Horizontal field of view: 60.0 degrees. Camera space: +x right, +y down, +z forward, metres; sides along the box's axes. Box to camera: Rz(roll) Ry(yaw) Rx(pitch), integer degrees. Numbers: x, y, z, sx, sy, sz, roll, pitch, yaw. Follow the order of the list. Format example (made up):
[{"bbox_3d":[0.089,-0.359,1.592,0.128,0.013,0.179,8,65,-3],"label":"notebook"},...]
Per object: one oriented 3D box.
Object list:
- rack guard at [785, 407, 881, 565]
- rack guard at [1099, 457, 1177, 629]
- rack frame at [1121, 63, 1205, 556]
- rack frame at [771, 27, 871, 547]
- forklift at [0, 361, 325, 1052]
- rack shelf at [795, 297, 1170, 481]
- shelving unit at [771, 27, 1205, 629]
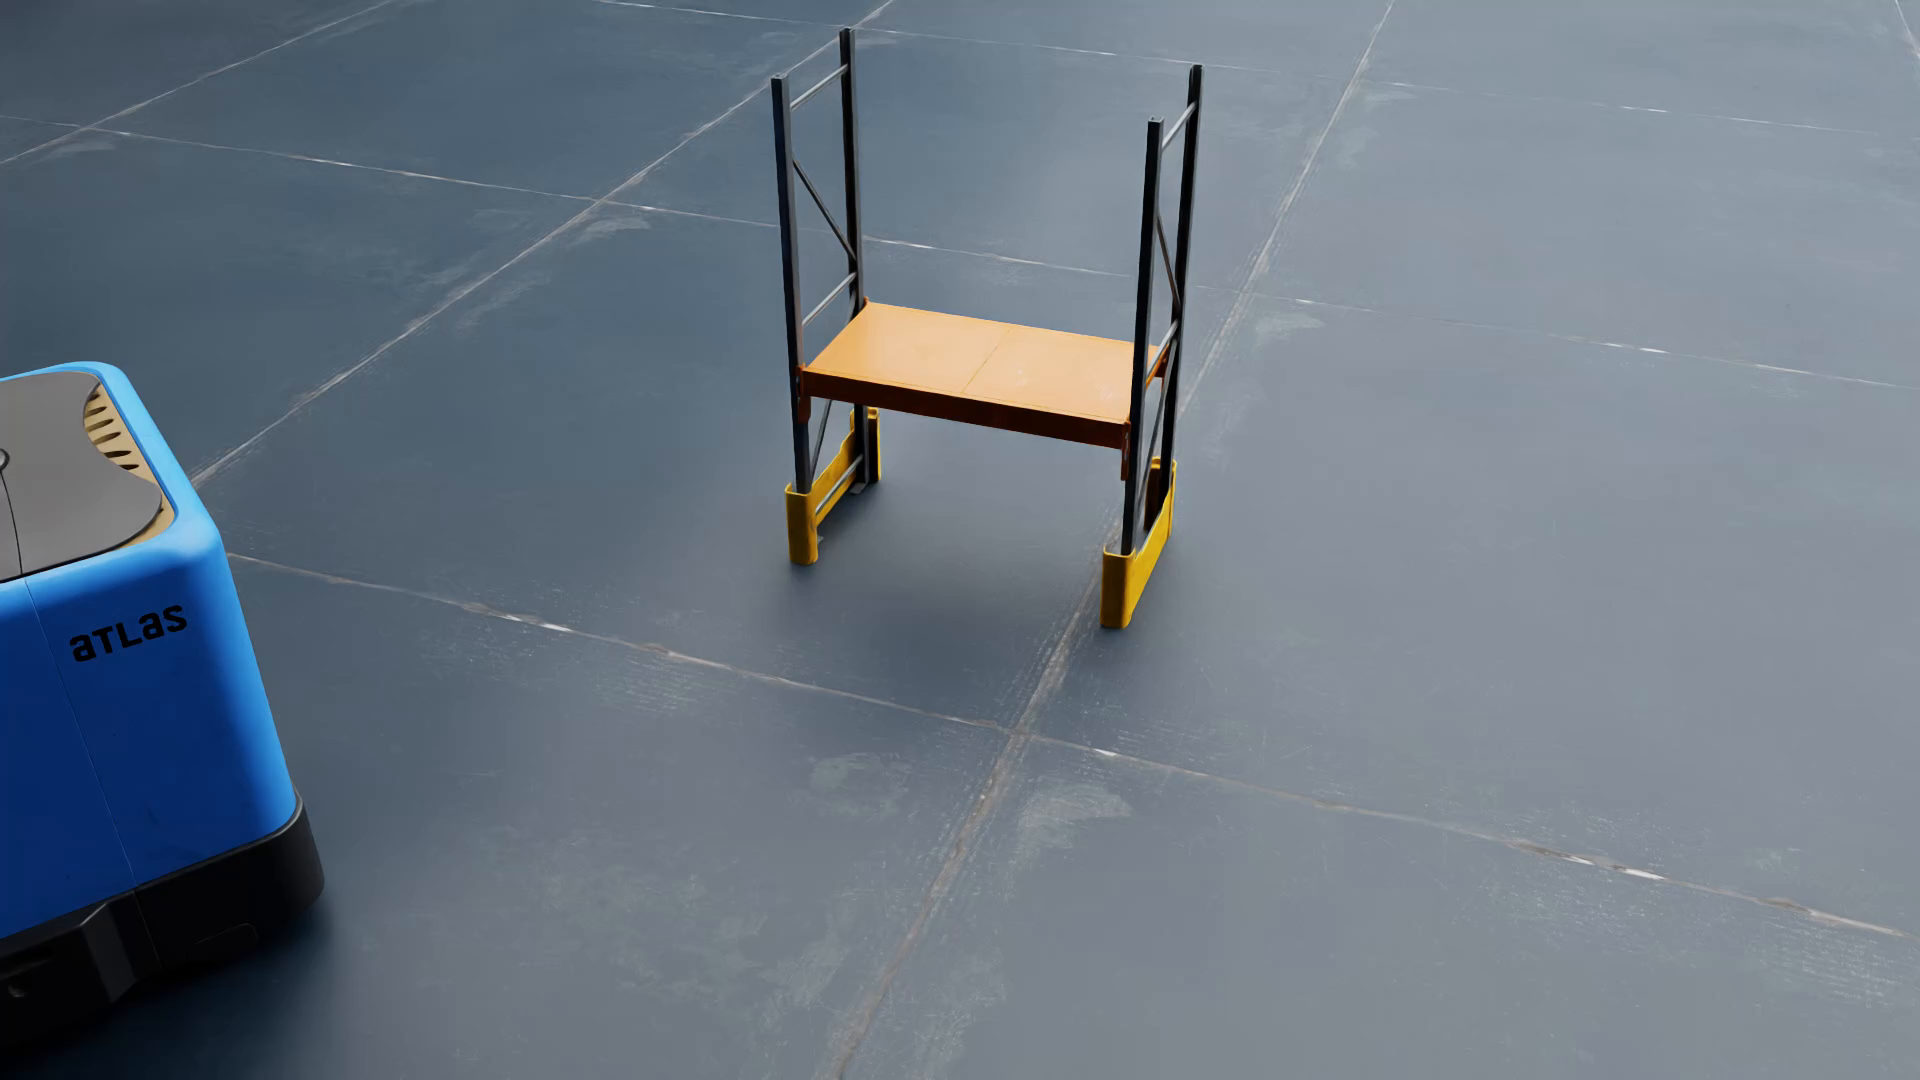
[{"bbox_3d":[-0.397,-0.182,5.302,0.087,0.250,0.587,11,34,16],"label":"rack guard"},{"bbox_3d":[0.541,0.000,5.019,0.087,0.250,0.587,11,34,16],"label":"rack guard"},{"bbox_3d":[0.559,-0.521,4.675,0.032,1.500,0.500,11,34,16],"label":"rack frame"},{"bbox_3d":[-0.398,-0.708,4.963,0.032,1.500,0.500,11,34,16],"label":"rack frame"},{"bbox_3d":[-2.979,-0.106,2.712,3.031,2.935,1.130,-21,38,-29],"label":"forklift"},{"bbox_3d":[0.080,-0.463,4.917,1.000,0.185,0.538,11,34,16],"label":"rack shelf"},{"bbox_3d":[0.072,-0.616,4.822,1.083,1.500,0.587,11,34,16],"label":"shelving unit"}]
